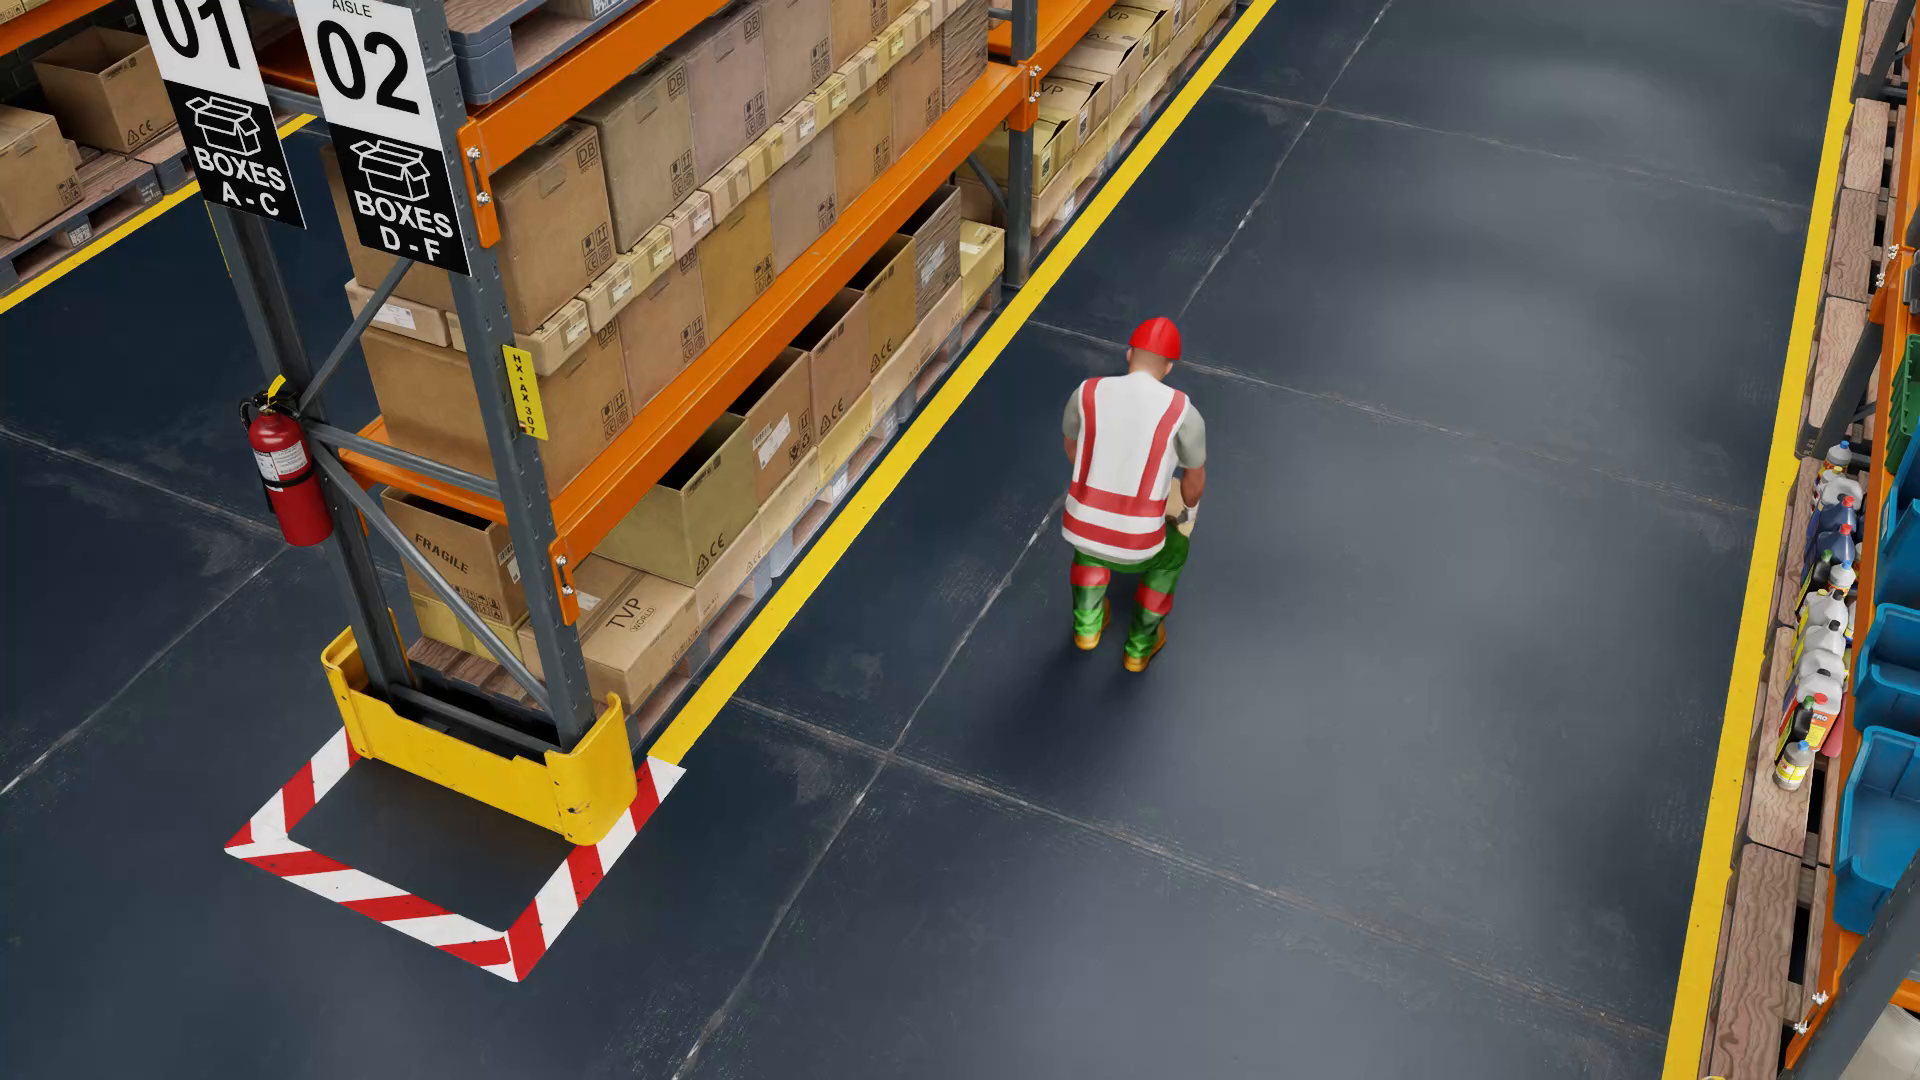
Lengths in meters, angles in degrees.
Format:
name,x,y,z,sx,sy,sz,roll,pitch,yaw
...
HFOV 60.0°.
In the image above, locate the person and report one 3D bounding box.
name,x,y,z,sx,sy,sz,roll,pitch,yaw
person,0.647,-0.153,6.596,0.584,1.414,0.765,17,44,19
